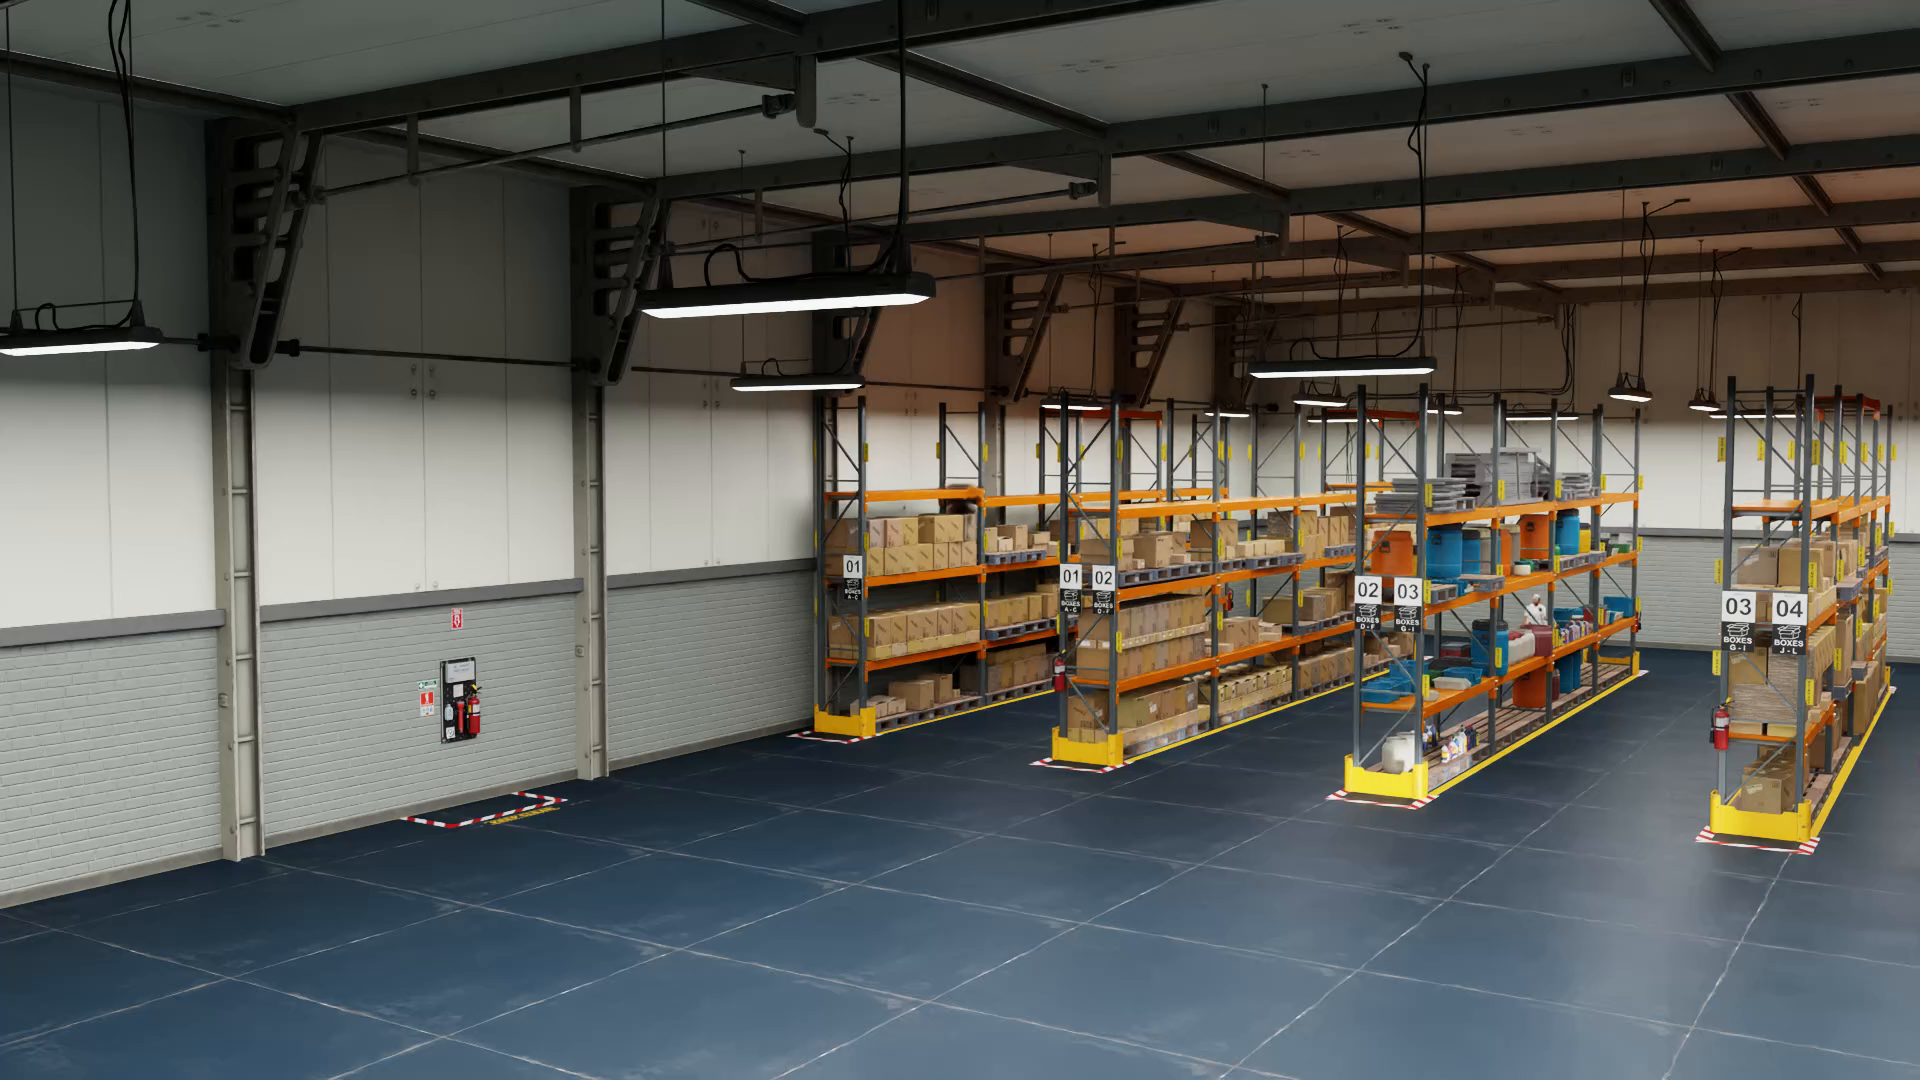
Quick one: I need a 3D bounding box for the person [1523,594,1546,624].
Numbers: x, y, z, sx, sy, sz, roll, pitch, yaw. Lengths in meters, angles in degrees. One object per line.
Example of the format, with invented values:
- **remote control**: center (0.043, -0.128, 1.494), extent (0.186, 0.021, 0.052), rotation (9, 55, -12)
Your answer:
- **person**: center (13.719, 2.096, 39.673), extent (0.528, 1.612, 1.000), rotation (1, 3, 22)
